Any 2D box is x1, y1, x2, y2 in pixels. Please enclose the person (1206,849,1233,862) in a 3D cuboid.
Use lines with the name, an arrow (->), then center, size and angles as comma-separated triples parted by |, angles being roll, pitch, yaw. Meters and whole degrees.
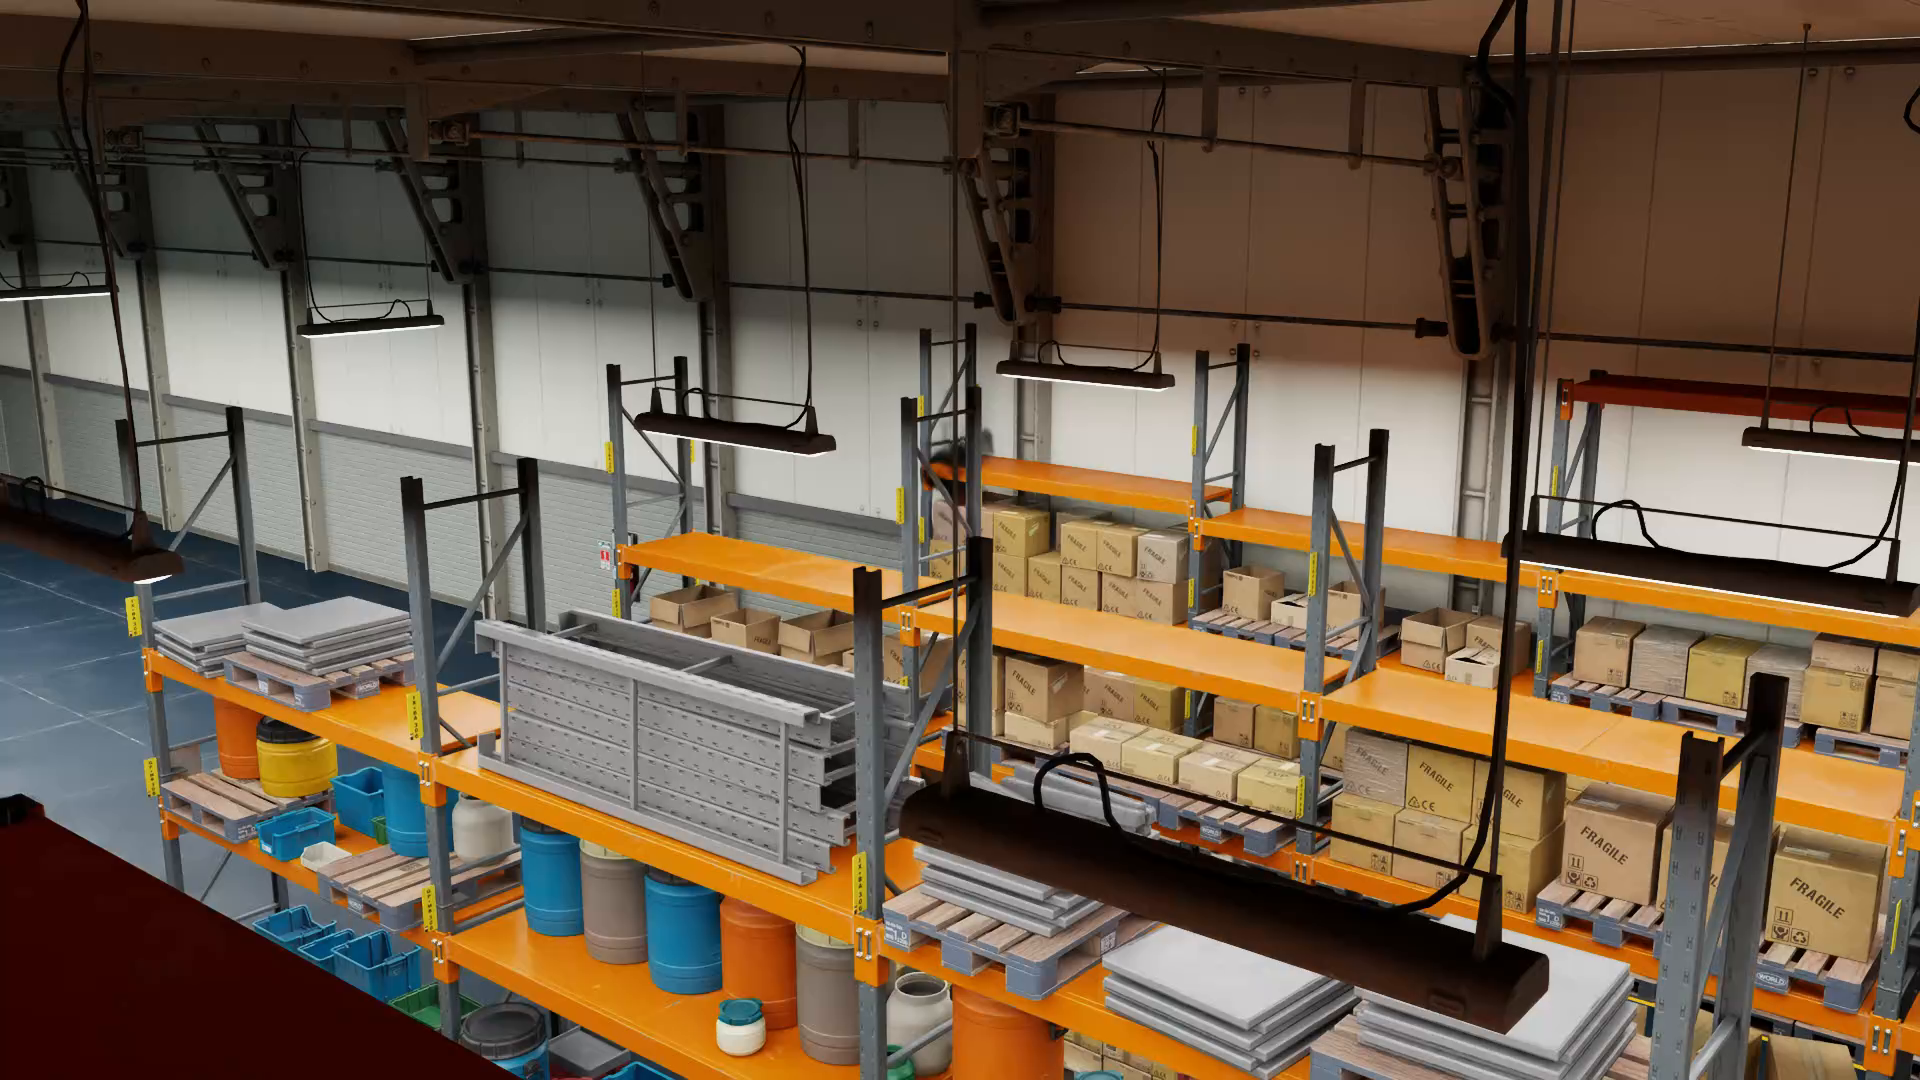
person -> 2.479, 3.620, 16.454 | 0.507, 1.654, 0.550 | 8, 15, 31
